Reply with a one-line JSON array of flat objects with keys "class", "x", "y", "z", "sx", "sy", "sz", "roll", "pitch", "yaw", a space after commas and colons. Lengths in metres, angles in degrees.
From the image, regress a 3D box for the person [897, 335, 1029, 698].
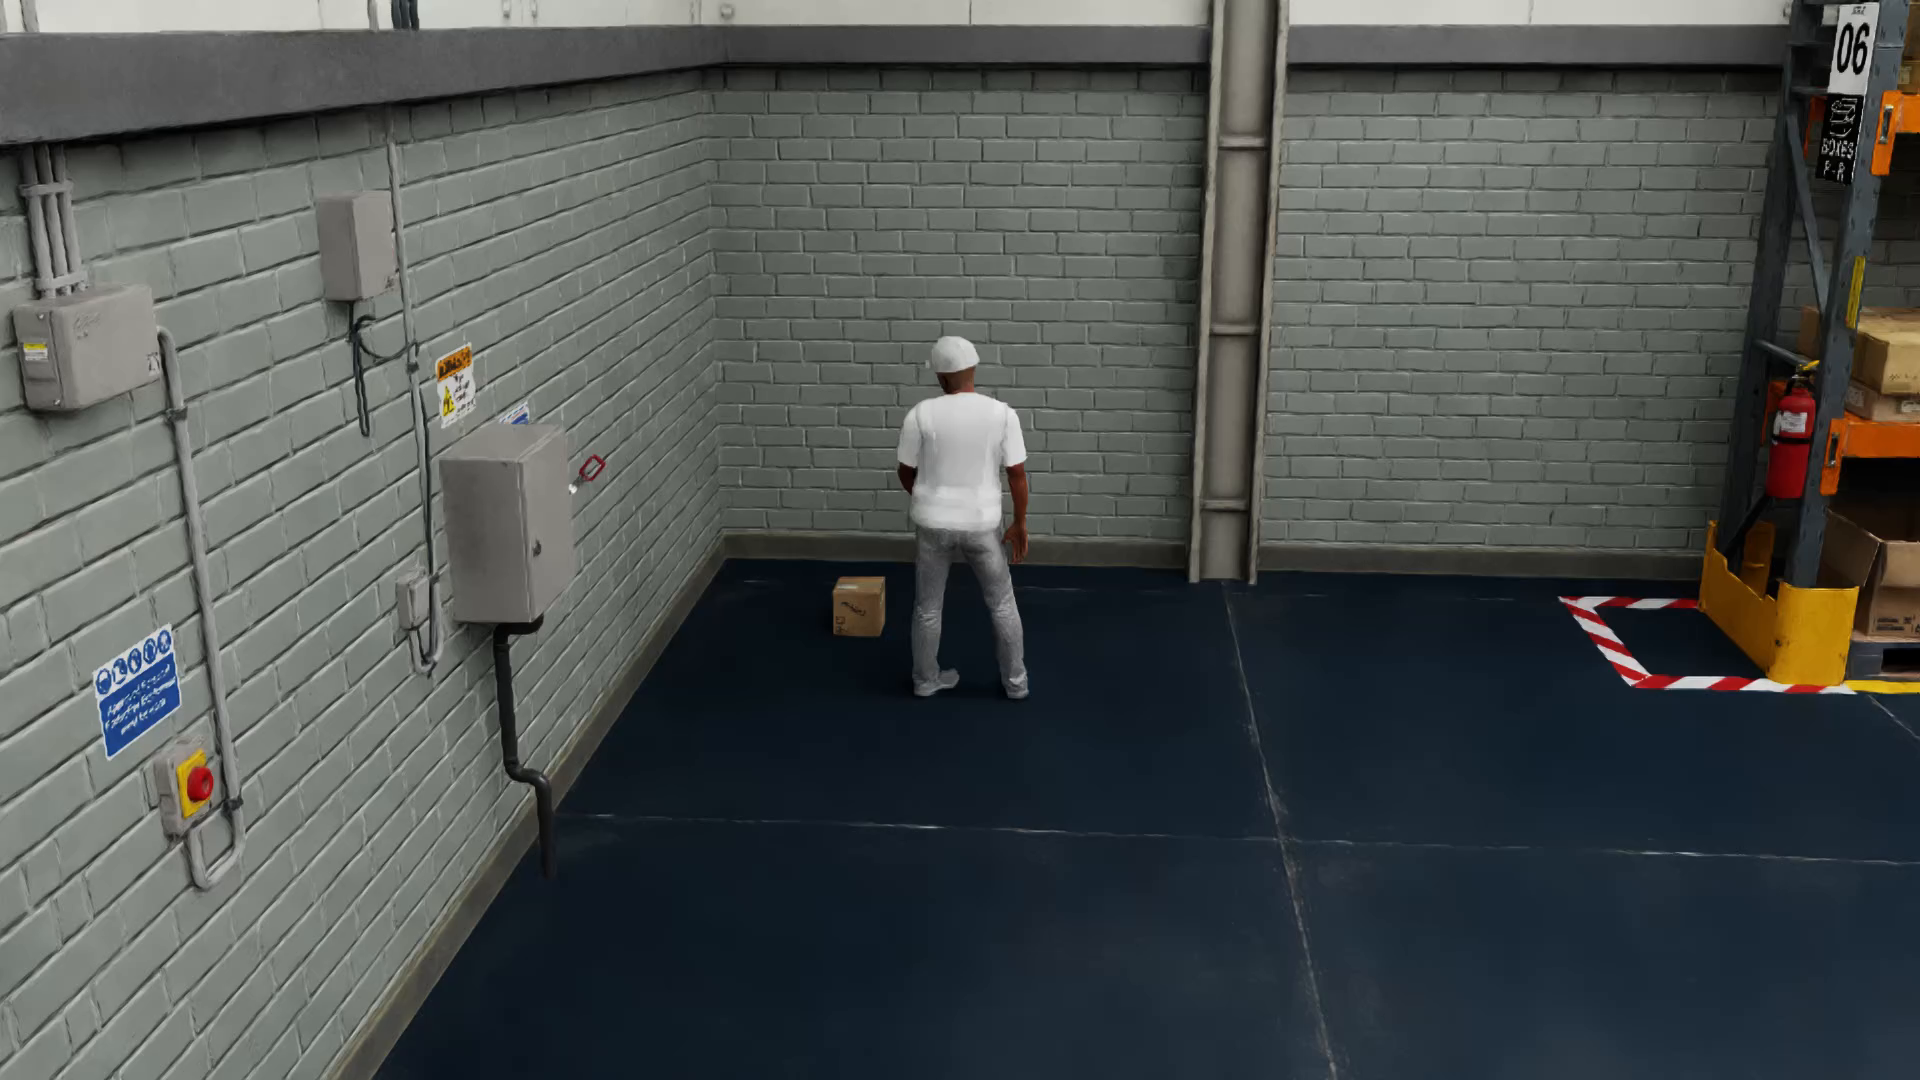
[{"class": "person", "x": 0.023, "y": -0.101, "z": 7.820, "sx": 0.639, "sy": 1.765, "sz": 0.474, "roll": -1, "pitch": 17, "yaw": -4}]
